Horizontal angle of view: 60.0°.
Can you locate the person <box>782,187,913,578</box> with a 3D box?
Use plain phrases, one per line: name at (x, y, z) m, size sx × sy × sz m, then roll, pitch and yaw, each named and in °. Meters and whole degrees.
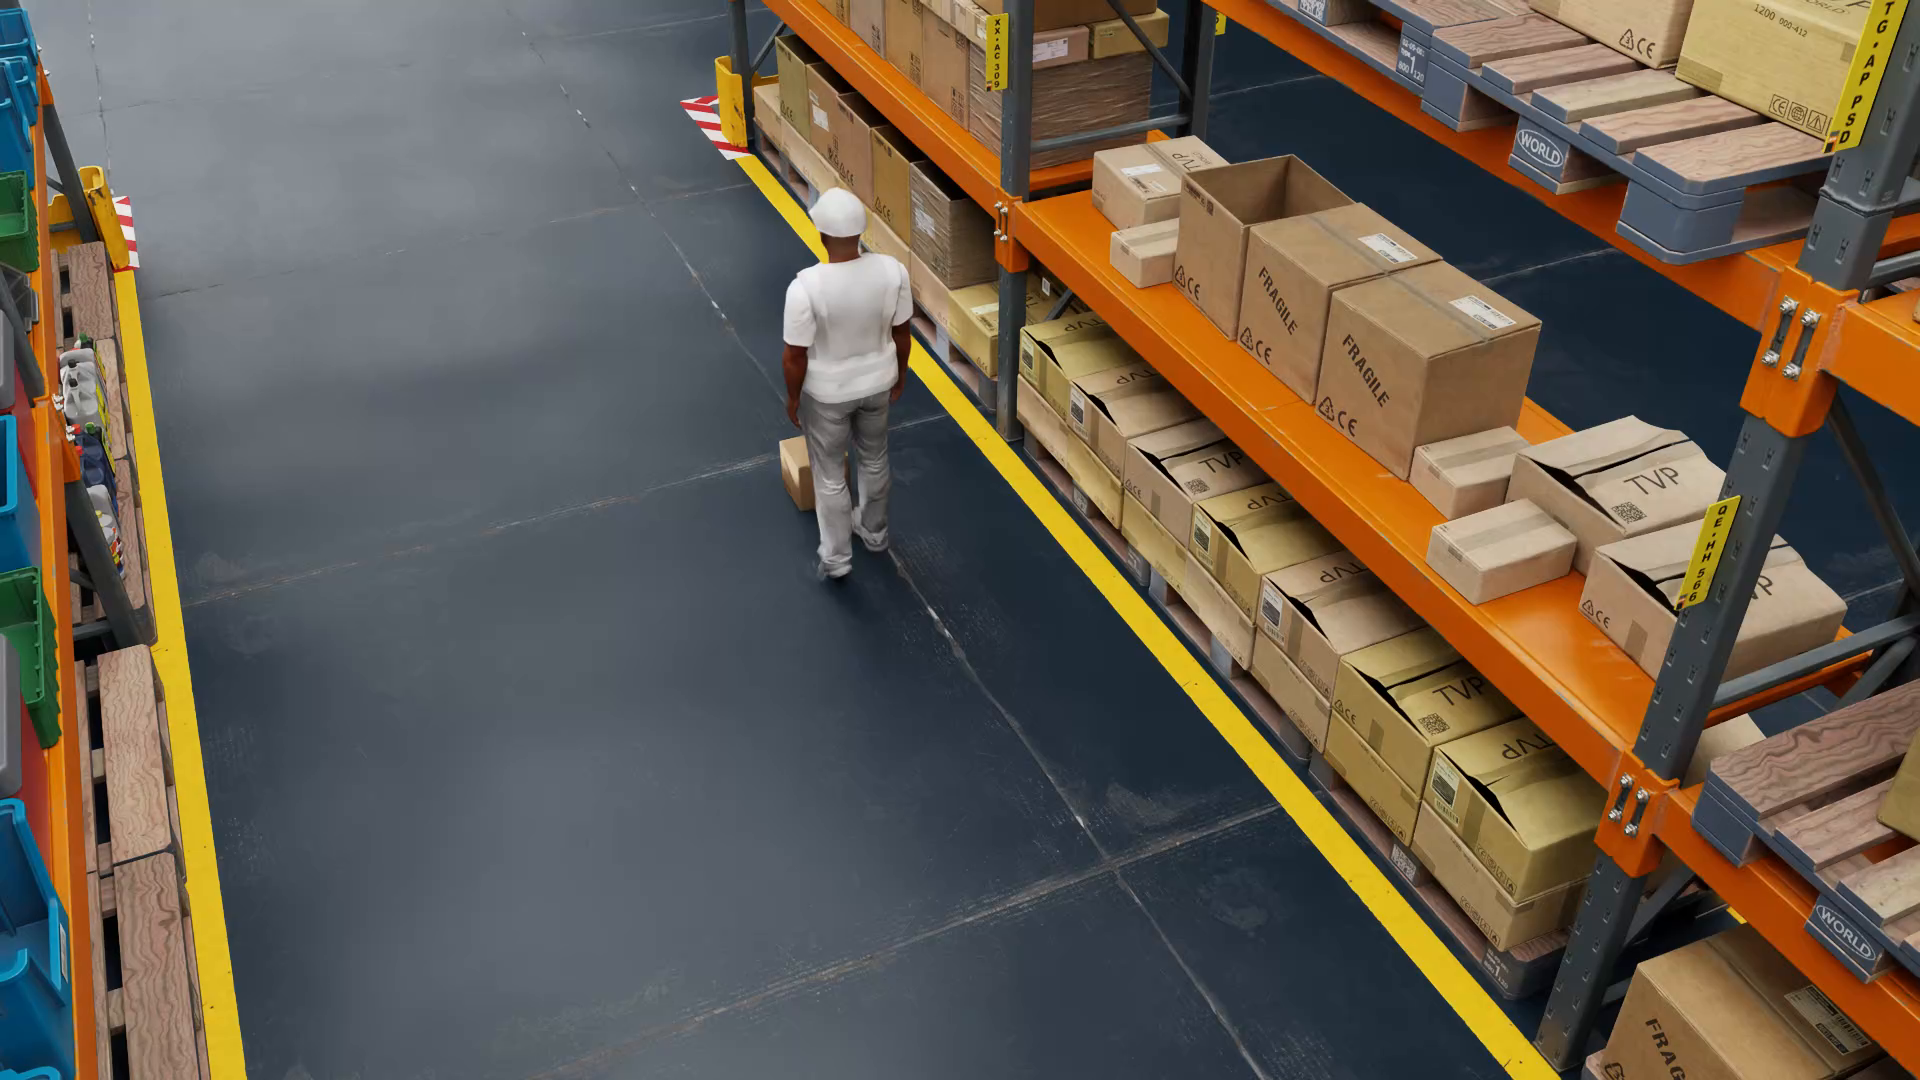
person at (-0.481, -0.640, 7.035) m, size 0.571 × 1.834 × 0.450 m, roll -15°, pitch 40°, yaw -19°
